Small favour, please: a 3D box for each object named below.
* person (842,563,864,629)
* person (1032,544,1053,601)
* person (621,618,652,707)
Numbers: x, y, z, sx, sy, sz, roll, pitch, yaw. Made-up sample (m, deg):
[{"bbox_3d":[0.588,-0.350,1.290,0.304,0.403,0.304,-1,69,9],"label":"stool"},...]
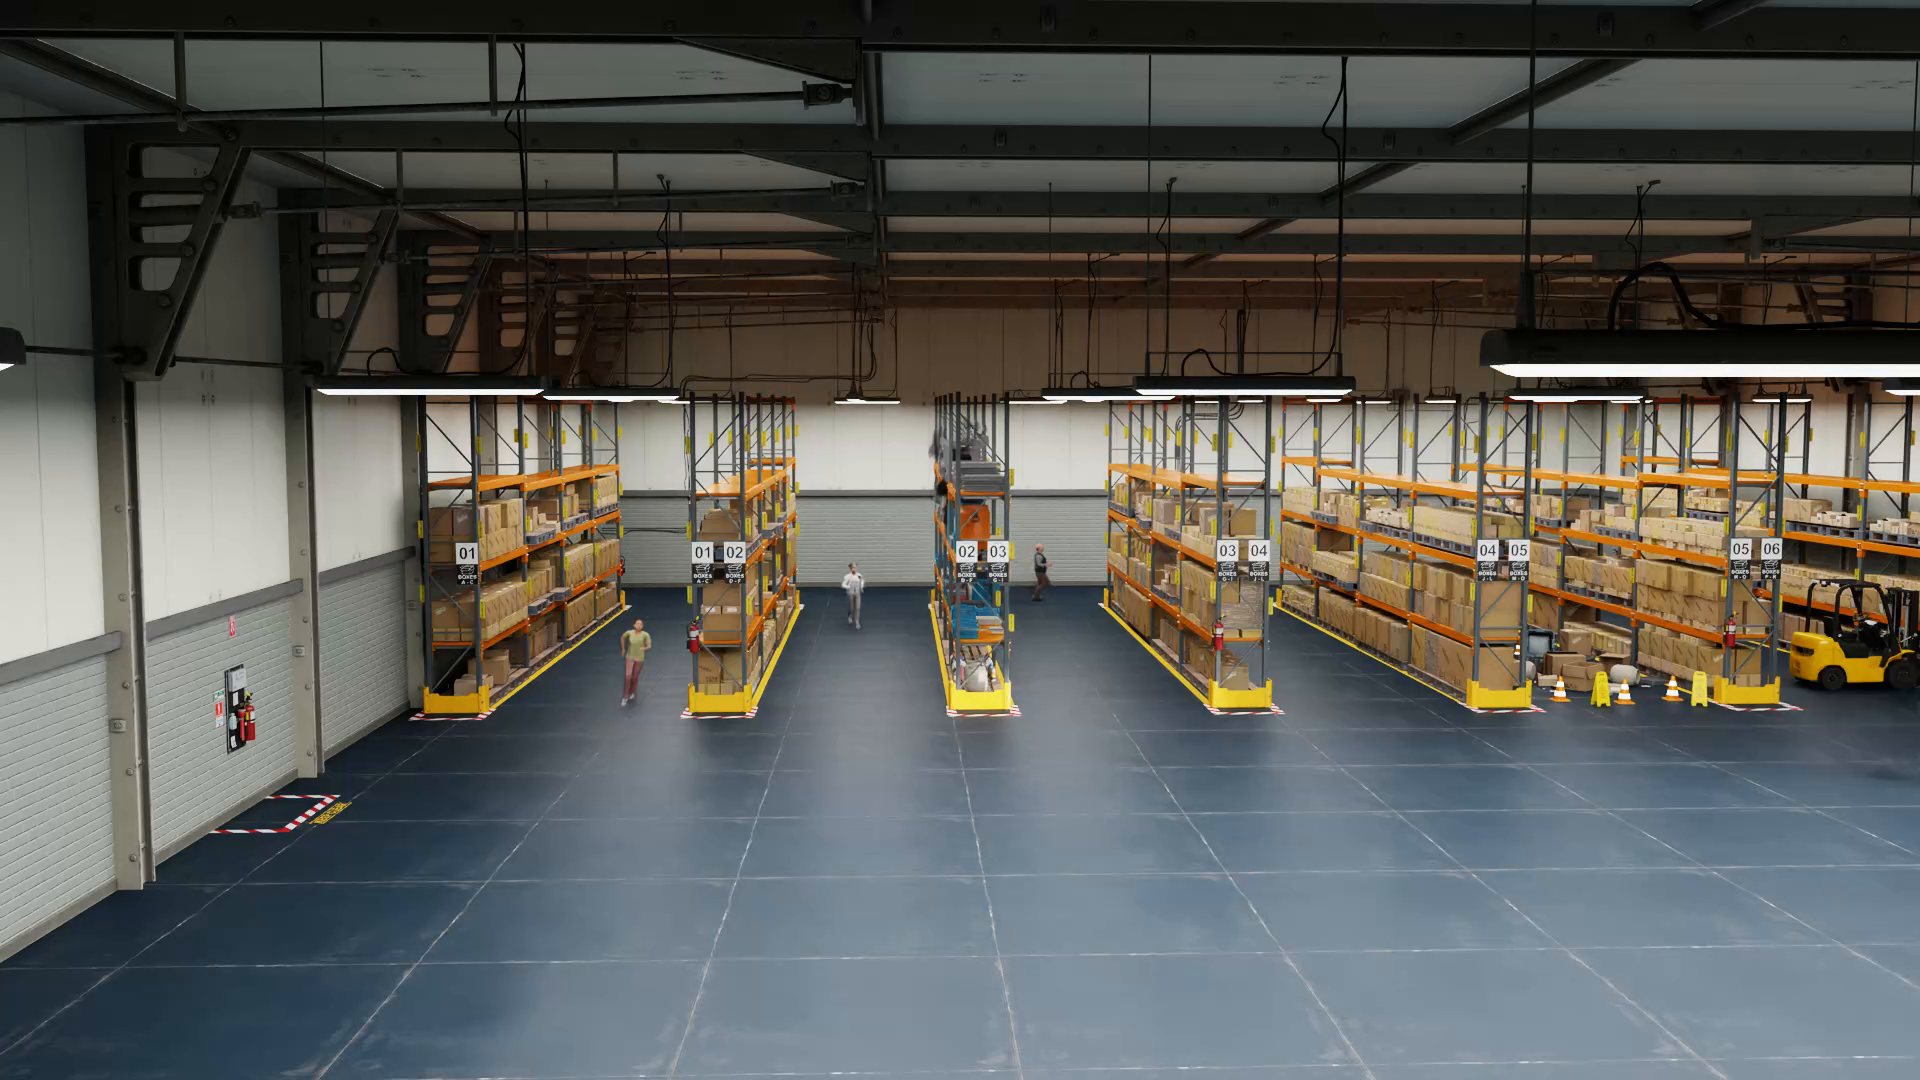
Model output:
[{"bbox_3d":[-2.747,1.420,43.065,0.617,1.695,0.921,-1,5,-16],"label":"person"},{"bbox_3d":[2.422,0.965,48.806,0.610,1.690,0.646,0,5,5],"label":"person"},{"bbox_3d":[-6.270,2.331,32.149,0.607,1.685,0.793,-1,5,-14],"label":"person"}]
